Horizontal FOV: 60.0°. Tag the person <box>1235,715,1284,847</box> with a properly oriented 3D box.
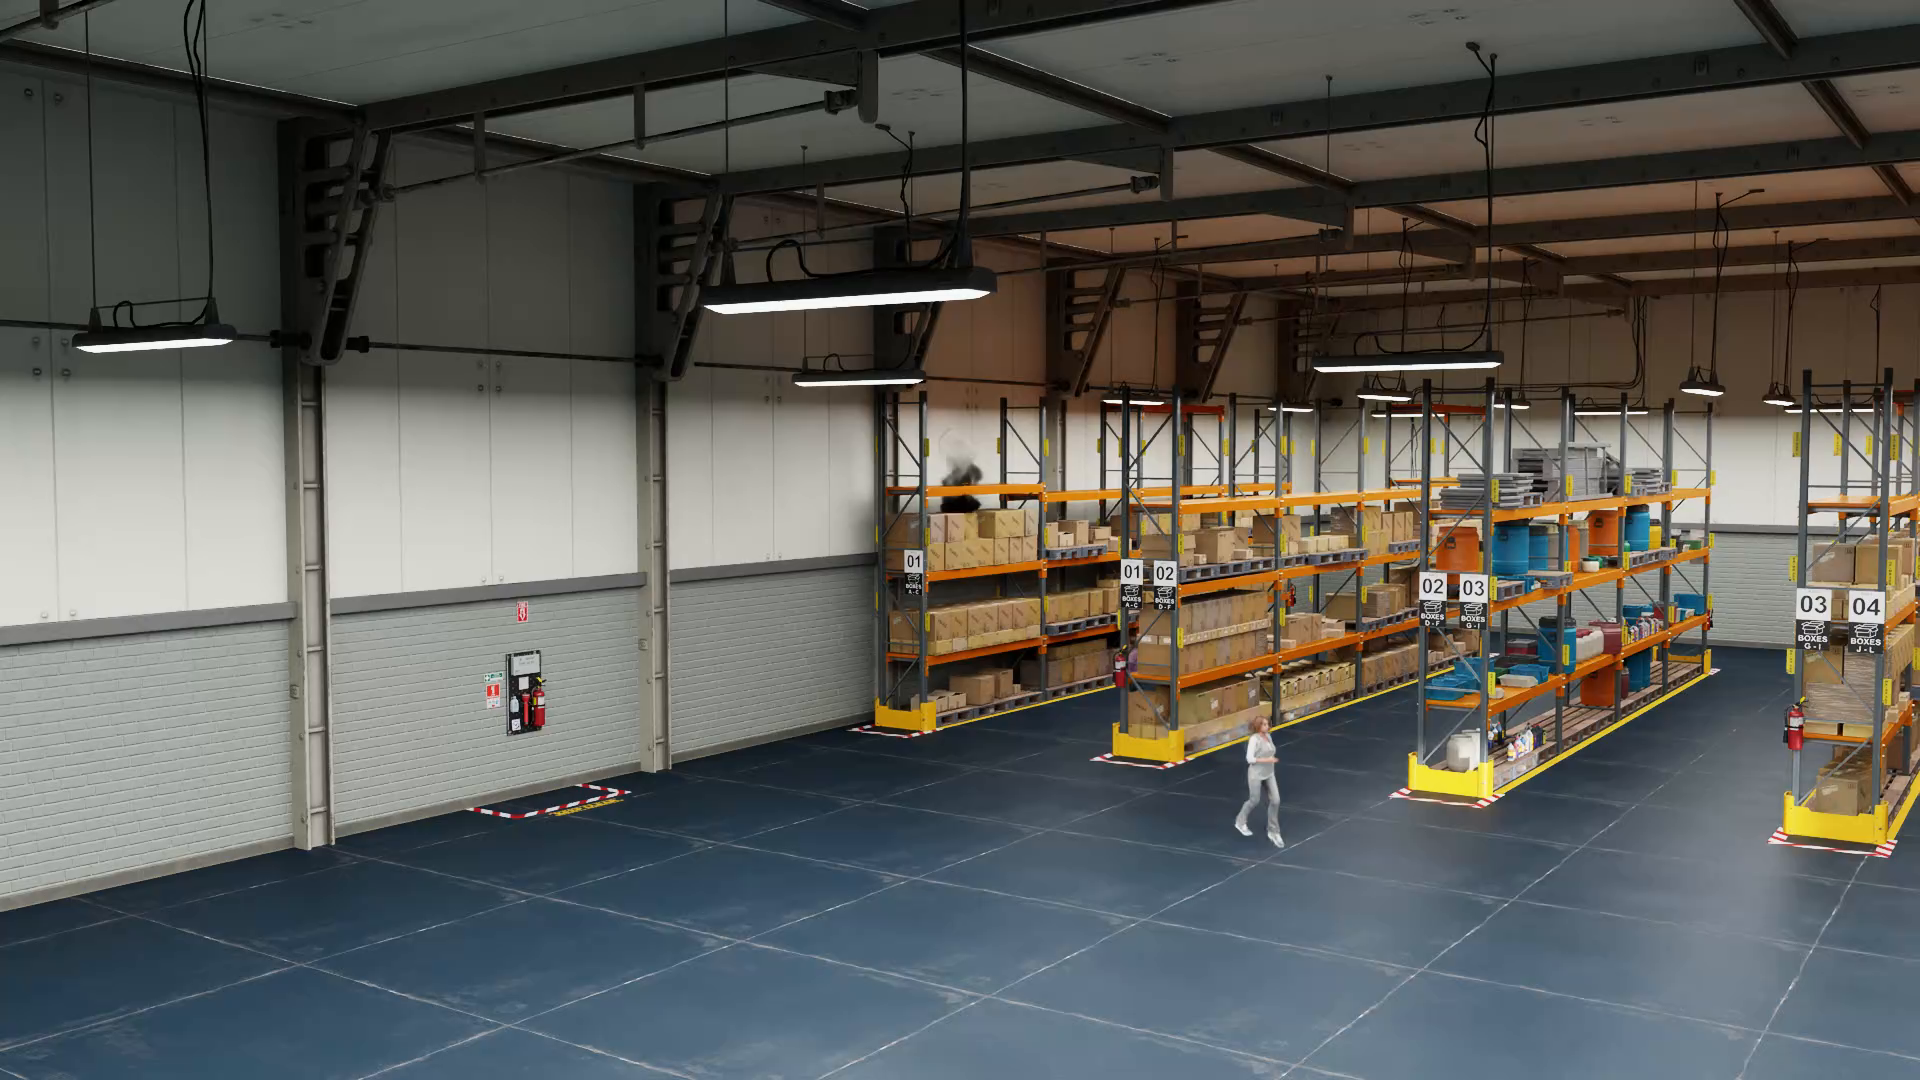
[{"bbox_3d":[3.785,3.030,21.067,0.522,1.645,0.751,-2,4,-35],"label":"person"}]

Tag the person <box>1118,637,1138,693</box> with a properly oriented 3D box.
[{"bbox_3d":[3.020,2.534,29.748,0.534,1.619,0.812,2,4,34],"label":"person"}]
